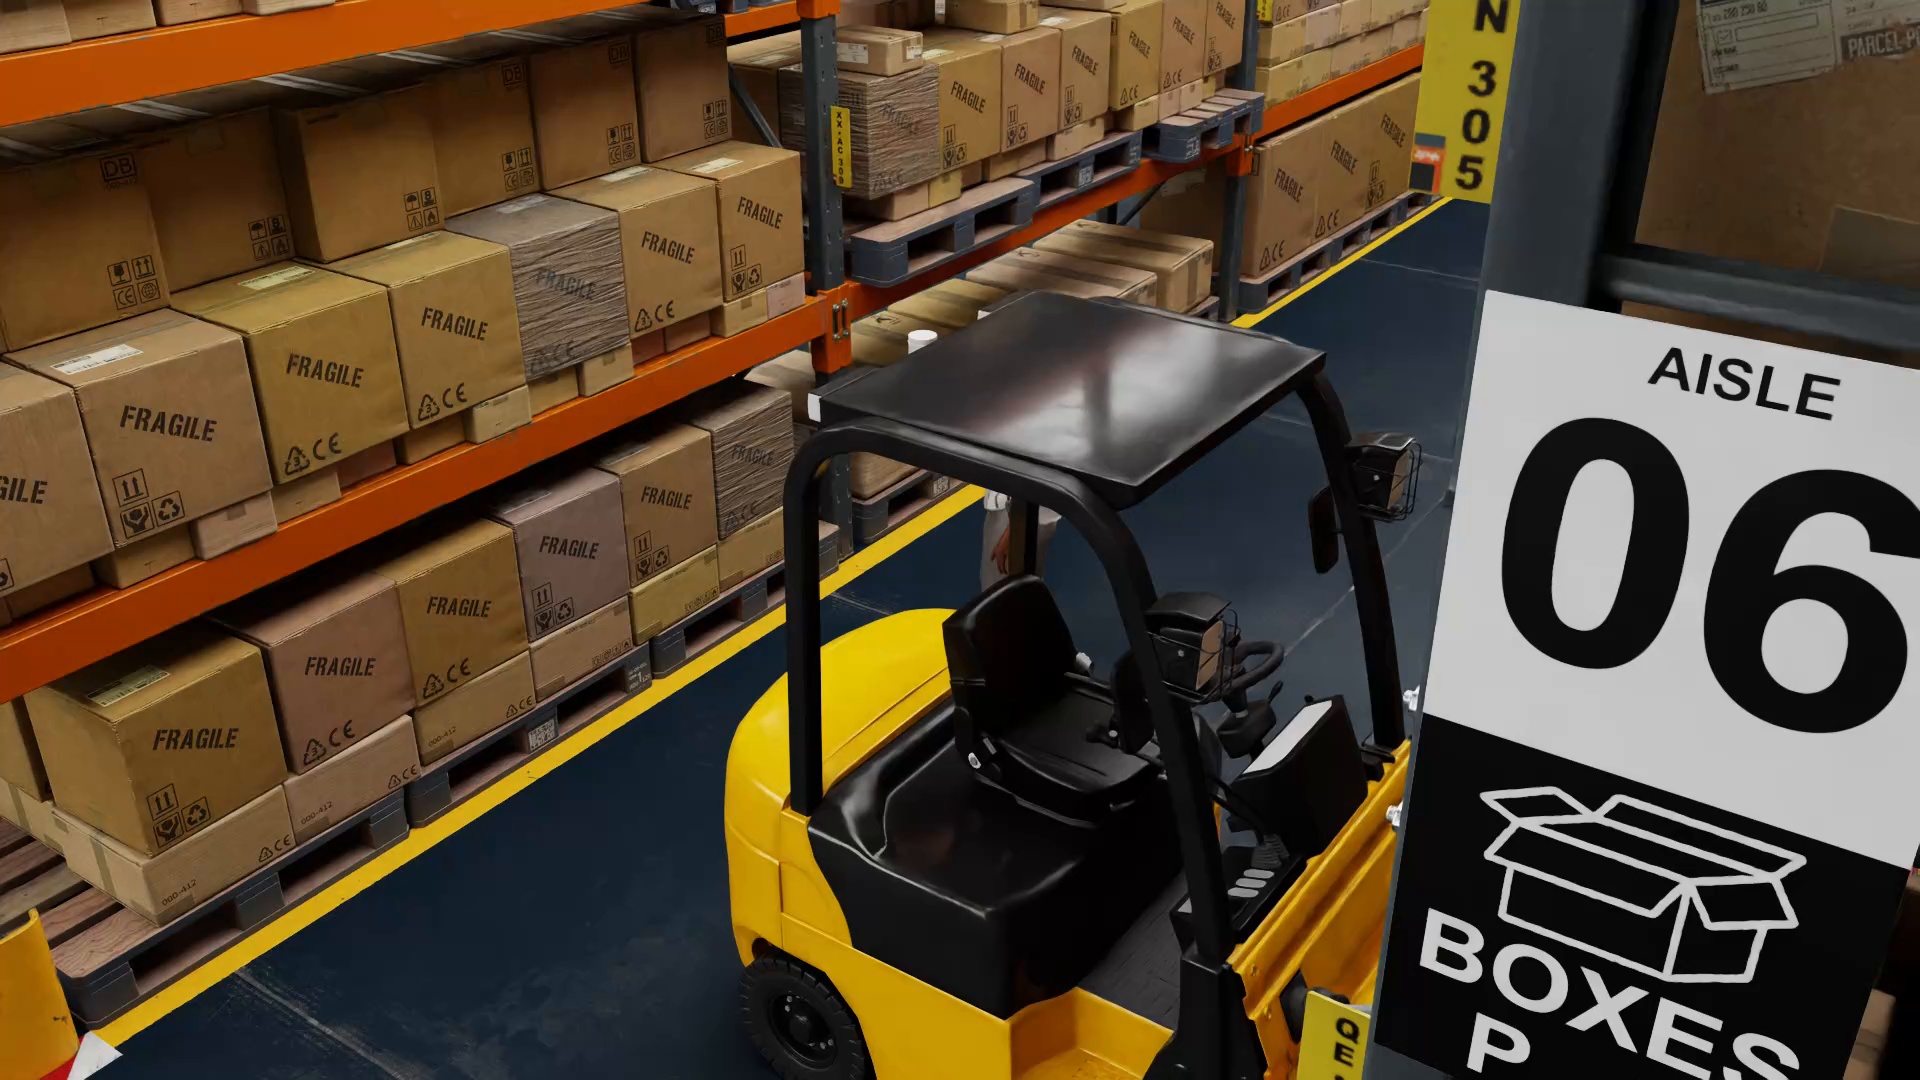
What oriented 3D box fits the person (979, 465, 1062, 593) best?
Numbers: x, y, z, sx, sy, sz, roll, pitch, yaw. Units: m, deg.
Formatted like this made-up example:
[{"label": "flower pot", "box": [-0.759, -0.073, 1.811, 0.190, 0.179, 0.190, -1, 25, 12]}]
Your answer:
[{"label": "person", "box": [0.154, -0.118, 6.291, 0.528, 1.696, 0.569, 1, 27, 2]}]
